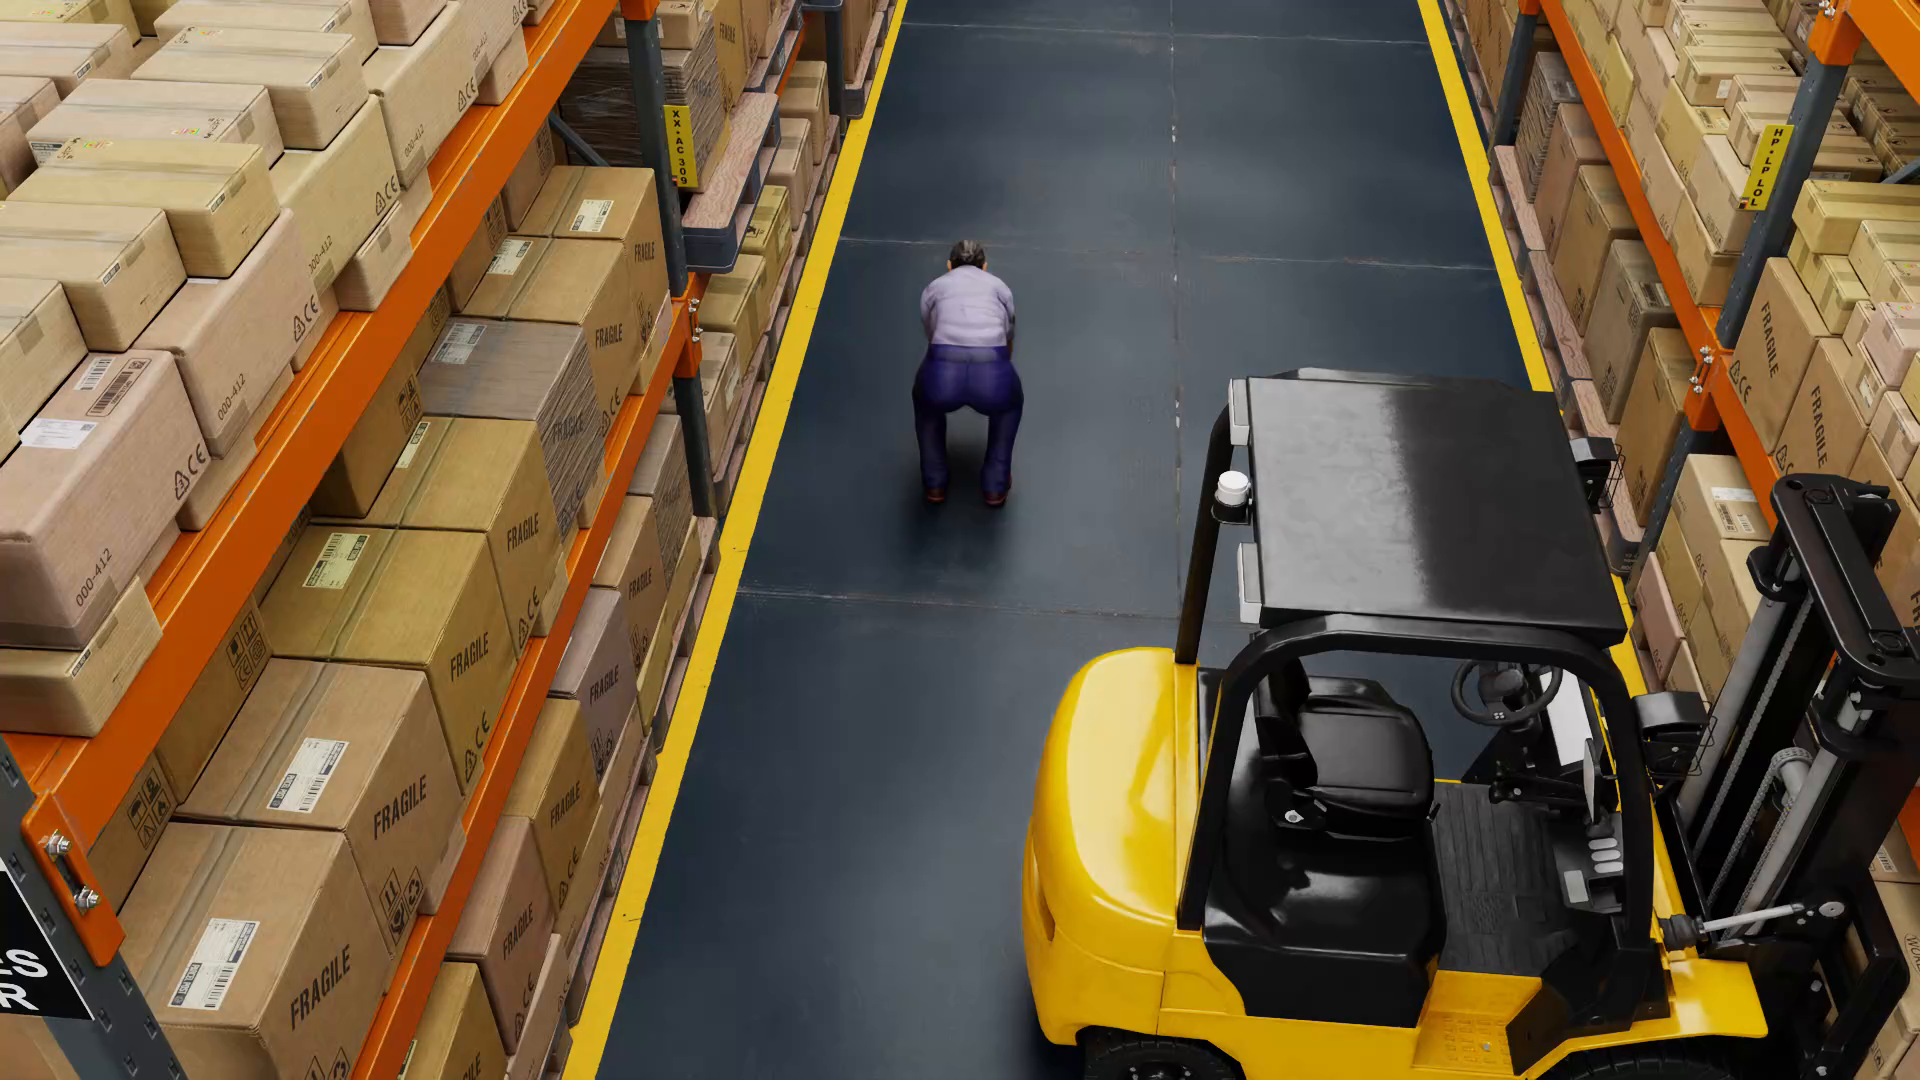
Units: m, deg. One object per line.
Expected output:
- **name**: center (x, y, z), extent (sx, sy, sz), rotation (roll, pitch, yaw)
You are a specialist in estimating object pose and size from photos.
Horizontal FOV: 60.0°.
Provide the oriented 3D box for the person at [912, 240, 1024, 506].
- **person**: center (0.037, -0.732, 7.523), extent (0.513, 1.015, 0.892), rotation (1, 40, 2)
